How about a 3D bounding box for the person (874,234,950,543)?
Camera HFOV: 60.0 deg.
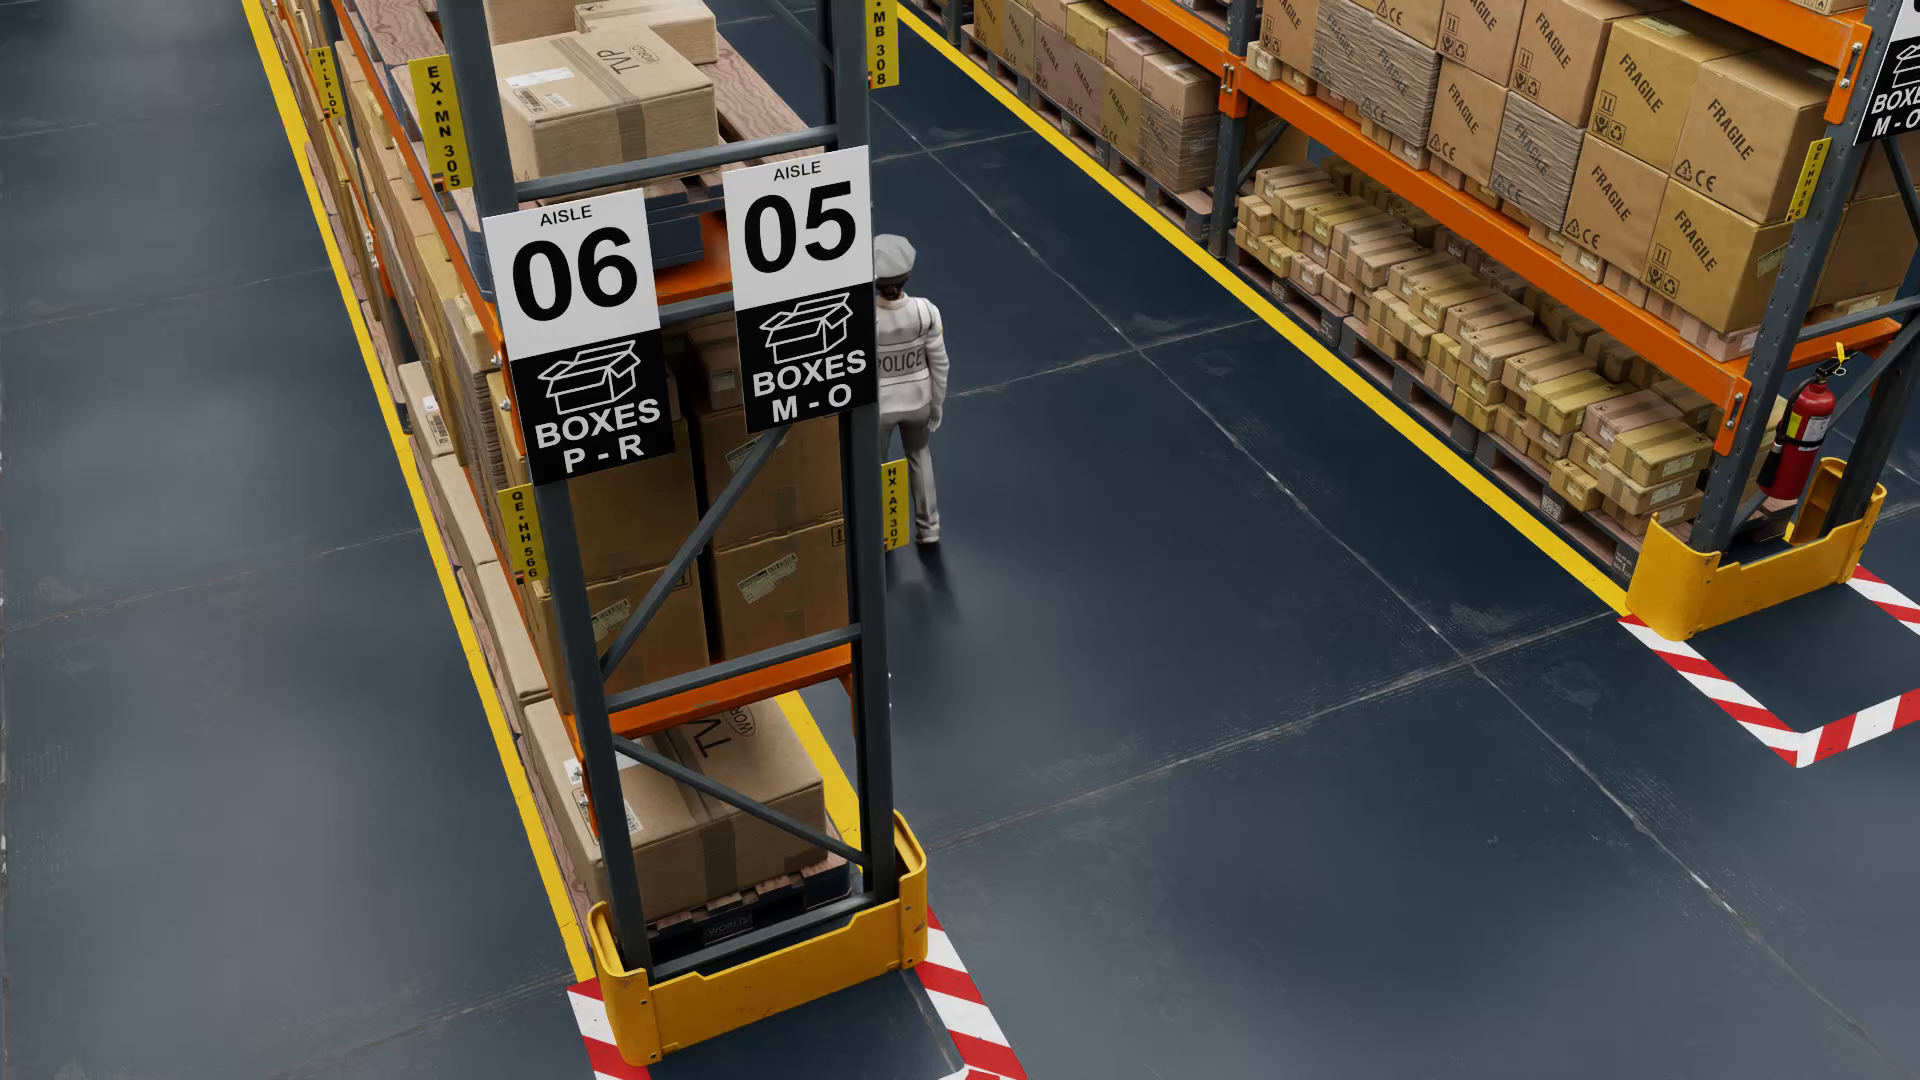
[{"bbox_3d":[-0.334,-0.639,7.672,0.508,1.715,0.479,-12,39,-16],"label":"person"}]
